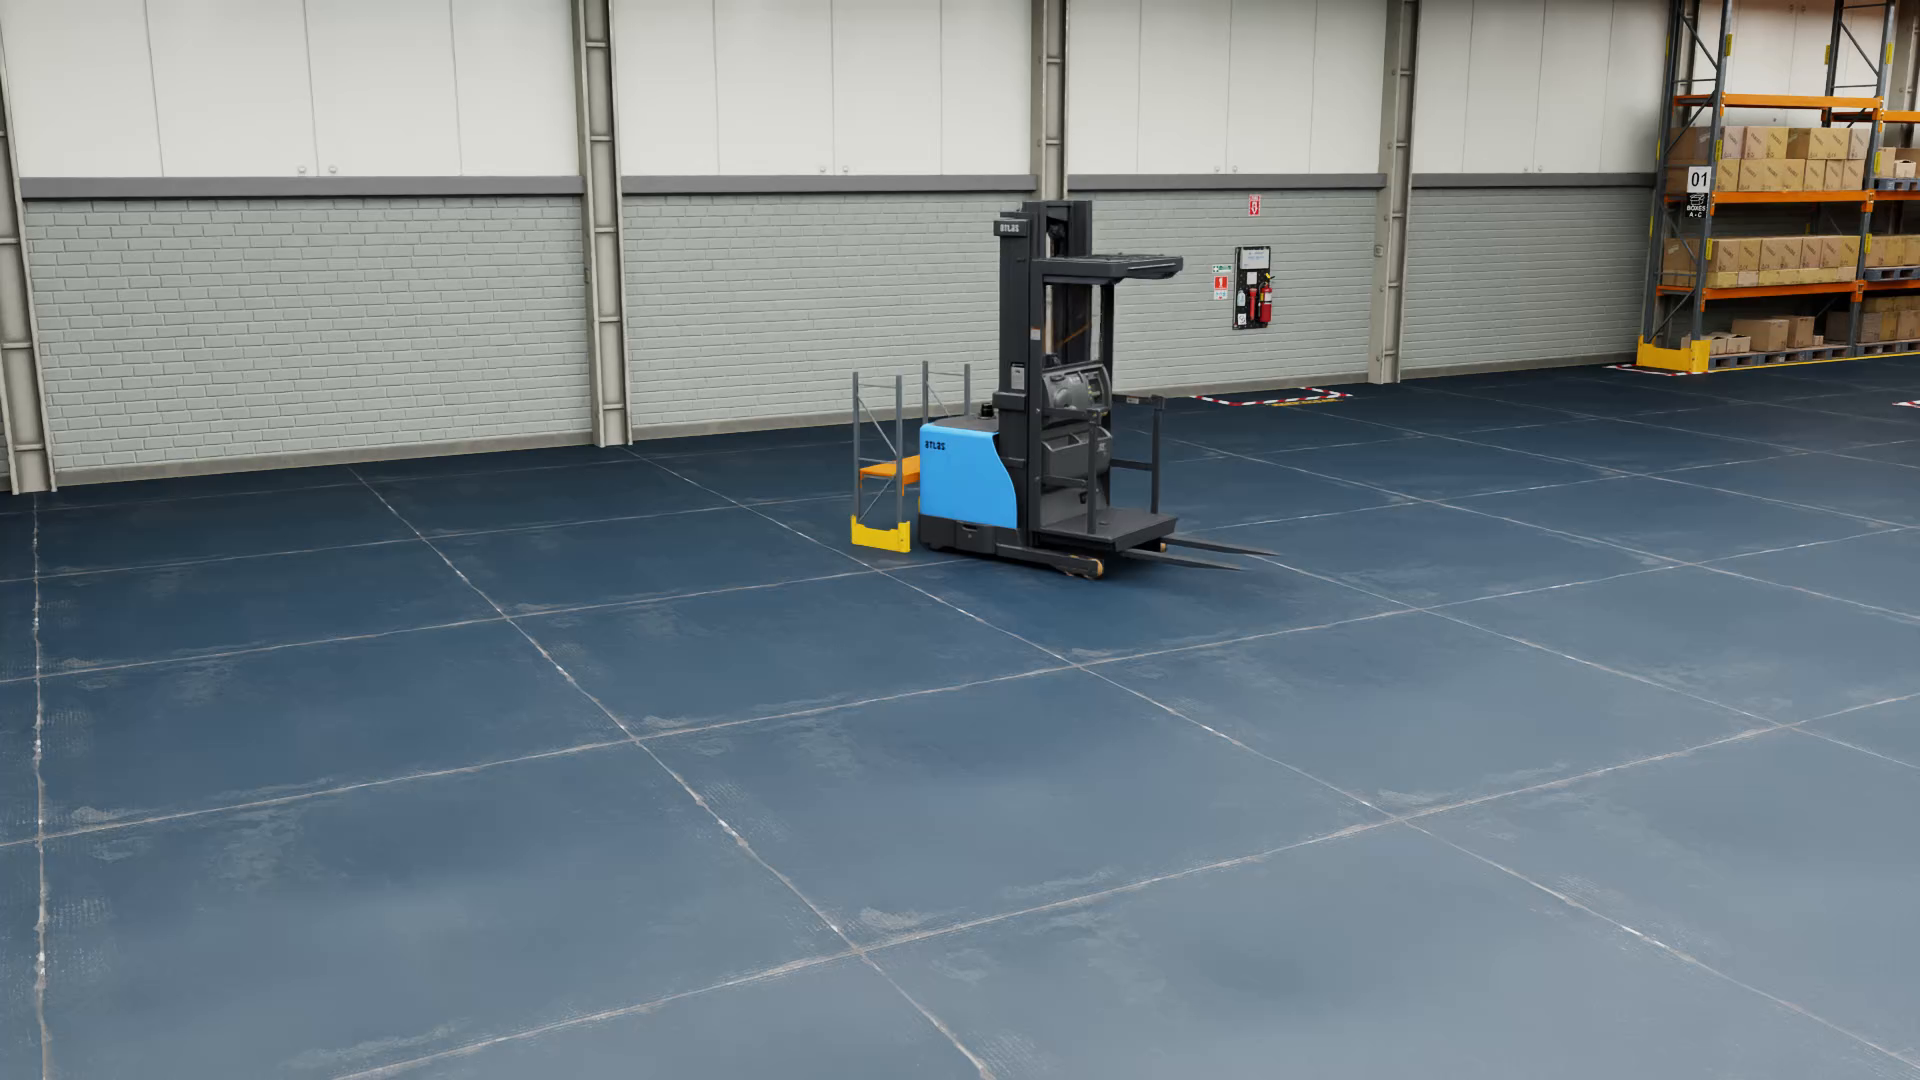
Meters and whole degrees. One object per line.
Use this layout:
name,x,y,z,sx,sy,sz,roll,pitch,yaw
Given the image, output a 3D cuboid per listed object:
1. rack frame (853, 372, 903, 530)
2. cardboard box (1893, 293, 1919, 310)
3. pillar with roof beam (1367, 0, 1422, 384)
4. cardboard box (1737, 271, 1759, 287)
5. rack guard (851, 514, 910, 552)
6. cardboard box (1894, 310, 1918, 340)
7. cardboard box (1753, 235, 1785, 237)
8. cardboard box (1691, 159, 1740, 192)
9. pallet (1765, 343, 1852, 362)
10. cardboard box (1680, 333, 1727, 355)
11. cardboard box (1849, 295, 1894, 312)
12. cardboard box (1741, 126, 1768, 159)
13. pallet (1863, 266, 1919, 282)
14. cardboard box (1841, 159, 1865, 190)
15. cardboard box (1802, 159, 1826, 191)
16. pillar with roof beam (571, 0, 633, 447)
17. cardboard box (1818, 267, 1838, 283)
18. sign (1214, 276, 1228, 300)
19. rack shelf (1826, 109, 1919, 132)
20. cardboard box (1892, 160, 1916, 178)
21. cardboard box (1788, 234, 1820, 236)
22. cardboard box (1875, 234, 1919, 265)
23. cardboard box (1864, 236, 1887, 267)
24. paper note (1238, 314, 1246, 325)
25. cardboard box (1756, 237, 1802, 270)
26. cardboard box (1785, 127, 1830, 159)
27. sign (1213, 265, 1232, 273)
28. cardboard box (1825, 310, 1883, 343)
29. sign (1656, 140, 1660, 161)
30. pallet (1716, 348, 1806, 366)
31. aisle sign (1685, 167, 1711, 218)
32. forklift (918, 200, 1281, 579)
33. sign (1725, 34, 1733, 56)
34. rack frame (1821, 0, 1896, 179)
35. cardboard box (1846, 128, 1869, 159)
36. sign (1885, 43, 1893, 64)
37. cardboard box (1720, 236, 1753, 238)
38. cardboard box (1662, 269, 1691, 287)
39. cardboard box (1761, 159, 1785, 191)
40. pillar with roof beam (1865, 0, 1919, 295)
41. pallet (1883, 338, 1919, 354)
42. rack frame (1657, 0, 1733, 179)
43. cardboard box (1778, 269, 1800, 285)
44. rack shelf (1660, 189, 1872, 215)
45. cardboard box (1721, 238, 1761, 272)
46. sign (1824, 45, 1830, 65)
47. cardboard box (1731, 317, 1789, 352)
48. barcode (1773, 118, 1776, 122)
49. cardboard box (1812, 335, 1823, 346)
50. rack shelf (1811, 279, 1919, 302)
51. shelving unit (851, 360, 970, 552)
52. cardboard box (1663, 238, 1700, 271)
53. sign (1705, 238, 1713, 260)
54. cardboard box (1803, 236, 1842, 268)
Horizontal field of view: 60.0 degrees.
rack frame,-0.698,-0.668,14.162,0.500,1.500,0.032,9,15,34
cardboard box,16.931,-4.264,29.709,0.500,0.250,0.500,-7,14,-28
pillar with roof beam,8.492,-5.957,20.582,0.400,9.000,9.100,-7,14,-28
cardboard box,12.525,-4.235,26.889,0.500,0.250,0.500,-7,15,-30
rack guard,-0.687,-0.062,14.315,0.587,0.250,0.087,9,15,34
cardboard box,16.541,-3.857,29.607,0.500,0.500,0.700,-7,14,-27
cardboard box,13.598,-4.859,27.958,0.500,0.500,0.500,-6,14,-26
cardboard box,11.909,-5.759,26.264,0.500,0.500,0.500,-6,14,-26
pallet,14.434,-3.233,28.496,1.213,0.211,1.003,-7,14,-28
cardboard box,12.146,-3.209,27.157,0.500,0.311,0.500,-9,15,-34
cardboard box,16.029,-4.160,29.245,0.500,0.250,0.500,-7,15,-29
cardboard box,12.414,-6.297,26.375,0.500,0.500,0.500,-7,14,-29
pallet,15.747,-4.630,28.788,1.213,0.211,1.003,-7,14,-28
cardboard box,14.679,-6.092,27.742,0.500,0.500,0.500,-6,14,-26
cardboard box,13.763,-5.976,27.227,0.500,0.500,0.500,-7,15,-30
pillar with roof beam,-2.041,-4.694,14.973,0.400,9.000,9.100,-7,14,-28
cardboard box,14.294,-4.449,27.841,0.500,0.250,0.500,-7,14,-28
sign,3.707,-3.586,23.631,0.234,0.329,0.001,-7,14,-28
rack shelf,16.762,-7.262,28.933,4.000,0.370,1.077,-7,14,-28
cardboard box,16.065,-6.403,28.643,0.500,0.311,0.500,-6,14,-26
cardboard box,14.494,-4.965,28.425,0.500,0.500,0.500,-7,15,-29
cardboard box,16.526,-5.114,29.273,0.500,0.500,0.700,-5,14,-20
cardboard box,15.469,-4.982,28.683,0.500,0.500,0.700,-7,14,-28
paper note,4.053,-3.172,23.878,0.142,0.148,0.016,-7,14,-28
cardboard box,13.401,-4.705,27.272,0.500,0.500,0.500,-6,14,-26
cardboard box,13.767,-6.459,27.097,0.500,0.500,0.500,-7,15,-30
sign,3.715,-3.843,23.567,0.331,0.109,0.001,-7,14,-28
cardboard box,15.644,-3.747,29.118,0.500,0.500,0.700,-6,14,-26
sign,11.247,-6.255,26.722,0.005,0.325,0.100,-7,14,-28
pallet,13.361,-3.104,27.922,1.213,0.211,1.003,-7,14,-28
aisle sign,11.576,-5.453,26.088,0.004,0.787,0.394,-7,14,-28
forklift,1.127,-1.248,13.481,3.031,2.935,1.130,9,16,36
sign,11.755,-7.567,25.429,0.005,0.325,0.100,-7,14,-28
rack frame,15.006,-7.598,27.875,0.127,3.000,1.000,-7,14,-28
cardboard box,14.696,-6.576,27.615,0.500,0.500,0.500,-8,15,-33
sign,15.250,-7.986,27.291,0.005,0.325,0.100,-7,14,-28
cardboard box,12.705,-4.750,27.471,0.500,0.500,0.500,-7,15,-29
cardboard box,11.813,-4.274,27.063,0.500,0.250,0.500,-7,14,-27
cardboard box,12.851,-5.864,26.730,0.500,0.500,0.500,-6,14,-25
pillar with roof beam,19.024,-7.219,26.192,0.548,9.000,9.100,-7,14,-28
pallet,16.761,-3.522,29.779,1.213,0.211,1.003,-7,14,-28
rack frame,11.495,-7.177,26.005,0.127,3.000,1.000,-7,14,-28
cardboard box,13.419,-4.340,27.357,0.500,0.250,0.500,-7,14,-27
rack shelf,13.251,-5.573,27.349,4.000,0.370,1.077,-7,14,-28
cardboard box,12.497,-4.595,26.784,0.500,0.500,0.500,-7,14,-28
sign,14.735,-8.237,28.228,0.005,0.325,0.100,-7,14,-28
cardboard box,13.314,-3.429,27.703,0.500,0.500,0.700,-8,15,-31
barcode,13.580,-6.998,27.714,0.075,0.075,0.001,-7,14,-28
cardboard box,14.551,-3.442,28.521,0.250,0.166,0.380,-9,16,-35
rack shelf,16.762,-4.531,29.548,4.000,0.370,1.077,-7,14,-28
shelving unit,-0.405,-0.762,14.578,0.587,1.500,1.083,9,15,34
cardboard box,11.807,-4.643,26.998,0.500,0.500,0.500,-7,14,-28
sign,11.755,-4.568,26.104,0.005,0.325,0.100,-7,14,-28
cardboard box,14.304,-4.811,27.742,0.500,0.500,0.500,-7,14,-28
